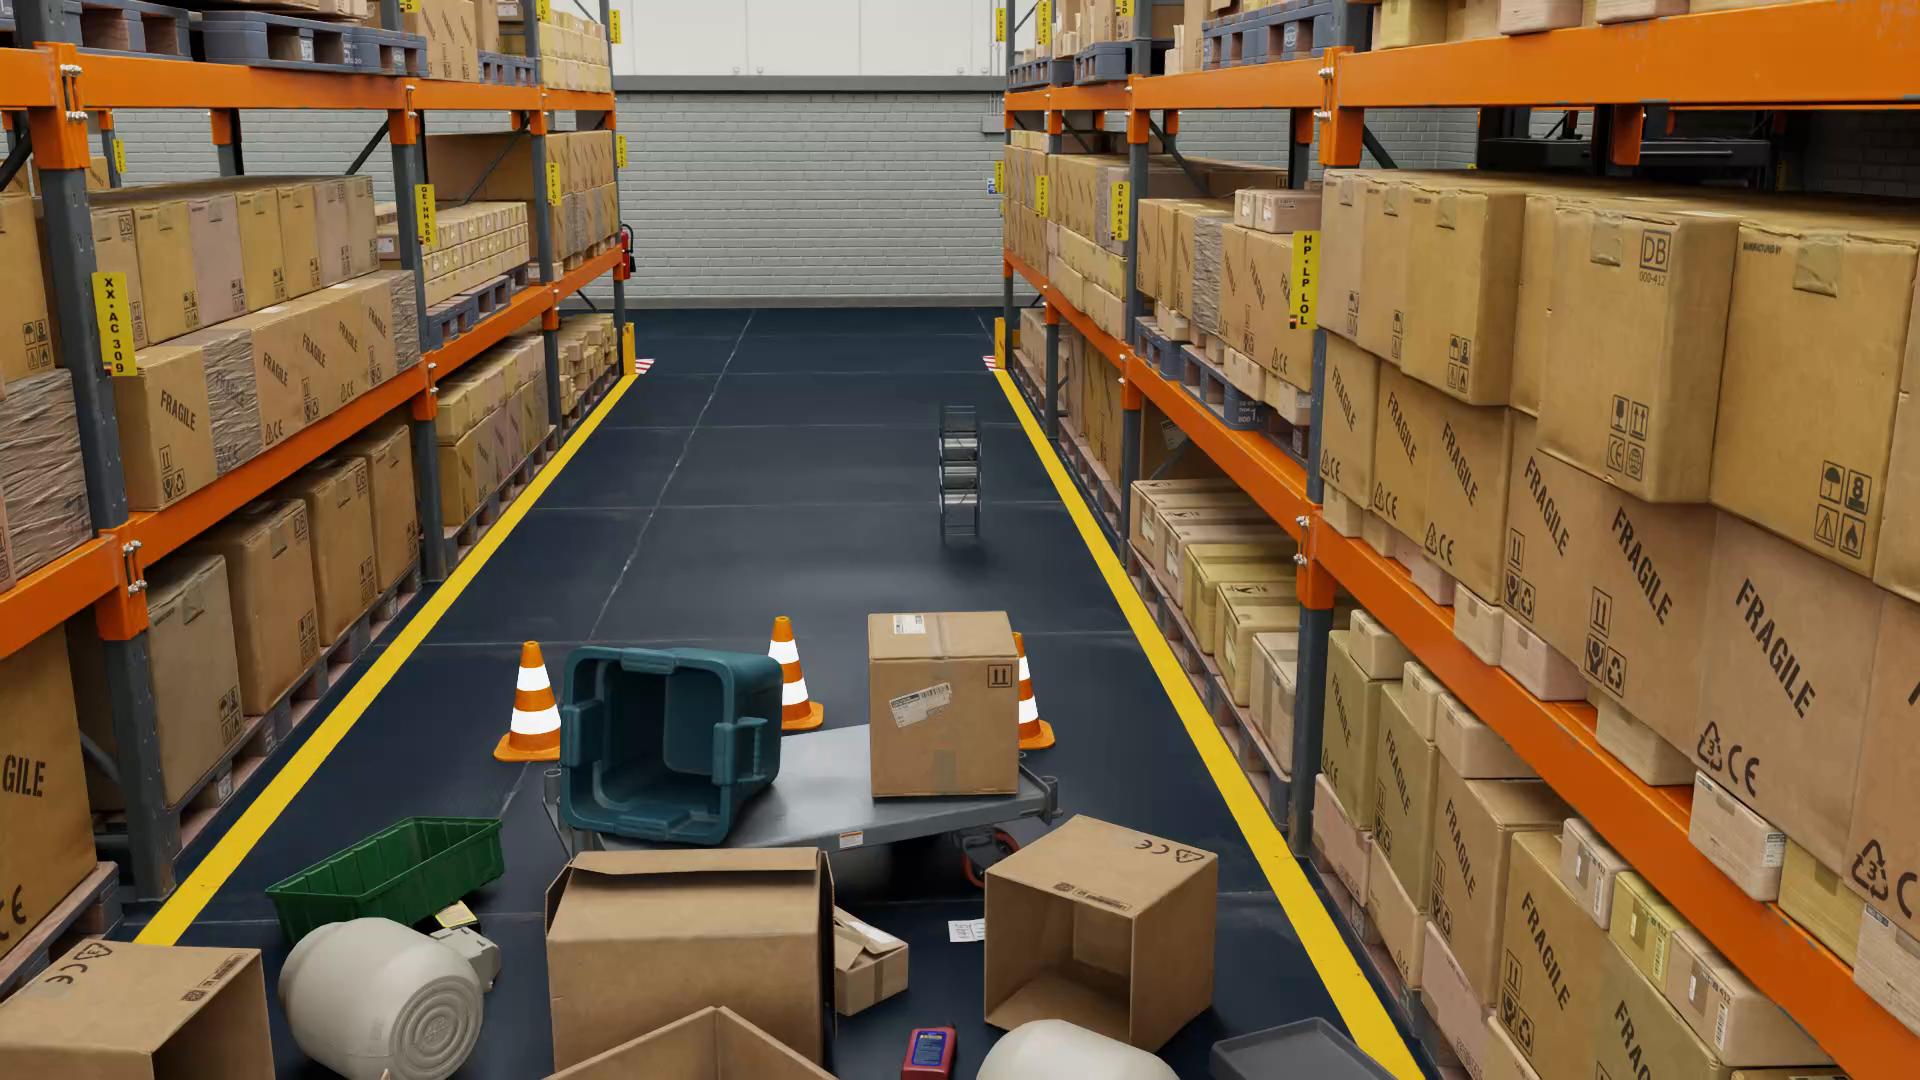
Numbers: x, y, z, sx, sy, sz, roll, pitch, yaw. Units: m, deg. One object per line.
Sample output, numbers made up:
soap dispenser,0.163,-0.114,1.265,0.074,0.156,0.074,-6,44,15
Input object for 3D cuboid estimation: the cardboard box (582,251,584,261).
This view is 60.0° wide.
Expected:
cardboard box,-3.641,-2.612,15.163,0.380,0.149,0.250,-1,14,-2

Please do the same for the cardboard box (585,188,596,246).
cardboard box,-3.595,-2.904,14.997,0.500,0.500,0.500,0,14,-1

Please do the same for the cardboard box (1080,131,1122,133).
cardboard box,1.322,-3.744,15.548,0.380,0.149,0.250,-1,14,-2

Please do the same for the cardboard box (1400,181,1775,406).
cardboard box,1.534,-0.626,4.137,0.700,0.500,0.500,-1,14,-5

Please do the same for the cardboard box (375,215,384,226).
cardboard box,-4.054,-2.079,11.056,0.380,0.149,0.250,0,14,-2

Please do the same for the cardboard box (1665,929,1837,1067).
cardboard box,1.557,0.845,3.091,0.380,0.149,0.250,0,14,-2

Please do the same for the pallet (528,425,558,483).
pallet,-3.671,-0.659,12.665,1.003,0.211,1.213,-1,14,-3

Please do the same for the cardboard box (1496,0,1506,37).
cardboard box,1.551,-1.310,4.080,0.380,0.149,0.250,-1,14,-5

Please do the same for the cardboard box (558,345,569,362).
cardboard box,-3.597,-1.599,14.406,0.380,0.149,0.250,-1,14,-5

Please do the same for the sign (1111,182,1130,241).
sign,0.908,-1.861,9.417,0.100,0.325,0.005,-1,14,-3

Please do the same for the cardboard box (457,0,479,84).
cardboard box,-3.317,-3.104,10.351,0.500,0.500,0.500,-1,14,-3

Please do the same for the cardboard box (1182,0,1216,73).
cardboard box,1.510,-2.575,8.295,0.700,0.500,0.500,-1,14,-3

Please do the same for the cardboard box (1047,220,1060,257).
cardboard box,0.959,-2.361,12.979,0.500,0.250,0.500,-1,14,-5

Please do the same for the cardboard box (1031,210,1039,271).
cardboard box,0.892,-2.593,14.382,0.500,0.500,0.500,-1,14,-5

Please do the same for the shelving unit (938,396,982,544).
shelving unit,0.000,-0.438,10.422,0.258,0.900,0.210,-1,14,-3

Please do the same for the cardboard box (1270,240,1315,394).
cardboard box,1.452,-0.822,6.063,0.500,0.500,0.500,-1,14,-4

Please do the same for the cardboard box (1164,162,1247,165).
cardboard box,1.618,-2.221,10.932,0.500,0.500,0.500,0,14,-2

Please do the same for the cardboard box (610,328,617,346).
cardboard box,-3.651,-2.038,16.709,0.380,0.149,0.250,-1,14,-5

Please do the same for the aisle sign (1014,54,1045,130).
aisle sign,0.672,-4.572,17.059,0.394,0.787,0.004,-1,14,-3

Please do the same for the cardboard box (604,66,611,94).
cardboard box,-3.676,-4.469,16.157,0.500,0.250,0.500,-1,14,-5

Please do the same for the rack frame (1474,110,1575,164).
rack frame,5.920,-3.377,17.632,1.000,3.000,0.127,-1,14,-3

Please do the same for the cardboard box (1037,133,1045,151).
cardboard box,0.878,-3.477,14.512,0.380,0.149,0.250,-1,14,-4

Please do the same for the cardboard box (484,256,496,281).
cardboard box,-3.415,-1.865,11.418,0.380,0.149,0.250,0,14,-1

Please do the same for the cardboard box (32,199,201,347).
cardboard box,-3.295,-0.998,6.177,0.700,0.500,0.500,-1,14,-4

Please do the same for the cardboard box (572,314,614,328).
cardboard box,-3.683,-2.181,16.668,0.380,0.149,0.250,-1,14,-3

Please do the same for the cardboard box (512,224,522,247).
cardboard box,-3.481,-2.268,12.384,0.380,0.149,0.250,-1,14,-3

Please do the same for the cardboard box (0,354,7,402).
cardboard box,-3.086,-0.582,4.300,0.875,0.550,0.550,-1,14,-3

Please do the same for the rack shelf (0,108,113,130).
rack shelf,-8.801,-3.754,14.519,1.077,0.370,4.000,-1,14,-3

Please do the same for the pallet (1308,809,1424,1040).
pallet,1.786,1.202,5.432,1.003,0.211,1.213,-1,14,-3

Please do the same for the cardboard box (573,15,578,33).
cardboard box,-3.581,-4.552,14.677,0.380,0.149,0.250,-1,14,-5

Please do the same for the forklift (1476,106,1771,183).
forklift,3.149,-0.928,8.251,1.130,2.935,3.031,-1,14,-3

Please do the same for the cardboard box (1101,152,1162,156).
cardboard box,1.426,-2.960,13.802,0.500,0.500,0.500,-1,14,-3

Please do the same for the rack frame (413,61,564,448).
rack frame,-3.721,-2.203,13.070,1.000,3.000,0.127,-1,14,-3

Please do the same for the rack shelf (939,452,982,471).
rack shelf,0.000,-0.493,10.408,0.258,0.077,0.200,-1,14,-3

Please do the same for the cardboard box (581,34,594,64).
cardboard box,-3.624,-4.455,15.099,0.500,0.250,0.500,-1,14,-3

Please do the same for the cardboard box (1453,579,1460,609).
cardboard box,1.551,0.145,4.446,0.380,0.149,0.250,-1,14,-4

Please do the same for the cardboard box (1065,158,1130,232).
cardboard box,1.042,-2.473,11.910,0.500,0.500,0.500,-1,14,-5

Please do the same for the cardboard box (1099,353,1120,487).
cardboard box,1.451,-0.879,11.346,0.875,0.875,0.875,-1,14,-3

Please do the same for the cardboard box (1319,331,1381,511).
cardboard box,1.458,-0.394,5.240,0.500,0.500,0.500,-1,14,-4

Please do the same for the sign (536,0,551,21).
sign,-3.167,-4.107,12.619,0.100,0.325,0.005,-1,14,-3

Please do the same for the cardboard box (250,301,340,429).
cardboard box,-3.081,-0.773,7.311,0.500,0.500,0.500,-1,14,-3

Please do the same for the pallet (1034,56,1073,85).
pallet,1.173,-3.918,13.893,1.003,0.211,1.213,-1,14,-3

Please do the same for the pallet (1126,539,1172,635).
pallet,1.508,0.235,9.190,1.003,0.211,1.213,-1,14,-3

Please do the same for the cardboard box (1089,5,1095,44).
cardboard box,1.027,-3.238,10.499,0.396,0.266,0.258,-1,14,-5

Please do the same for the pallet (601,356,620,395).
pallet,-3.949,-1.626,16.423,1.003,0.211,1.213,-1,14,-3

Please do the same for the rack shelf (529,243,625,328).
rack shelf,-3.845,-2.352,15.093,1.077,0.370,4.000,-1,14,-3

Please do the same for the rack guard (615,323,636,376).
rack guard,-3.964,-1.969,17.174,1.175,0.500,0.348,-1,14,-3

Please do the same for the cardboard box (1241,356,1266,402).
cardboard box,1.351,-0.650,6.694,0.380,0.149,0.250,-1,14,-4

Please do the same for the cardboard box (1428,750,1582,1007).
cardboard box,1.552,0.863,4.324,0.500,0.500,0.500,0,14,-1

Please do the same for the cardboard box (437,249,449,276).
cardboard box,-3.341,-1.691,10.144,0.380,0.149,0.250,-1,14,-5

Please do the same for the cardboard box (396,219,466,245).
cardboard box,-3.373,-1.957,10.581,0.380,0.149,0.250,0,14,-1

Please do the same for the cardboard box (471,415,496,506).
cardboard box,-3.297,-0.506,10.647,0.500,0.500,0.500,-1,14,-3

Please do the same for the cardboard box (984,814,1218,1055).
cardboard box,0.418,1.182,4.925,0.500,0.500,0.500,10,18,35

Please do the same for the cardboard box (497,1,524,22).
cardboard box,-3.497,-4.095,12.898,0.380,0.149,0.250,-1,14,-4

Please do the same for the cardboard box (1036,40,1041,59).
cardboard box,0.838,-4.107,13.911,0.380,0.149,0.250,-1,14,-2
